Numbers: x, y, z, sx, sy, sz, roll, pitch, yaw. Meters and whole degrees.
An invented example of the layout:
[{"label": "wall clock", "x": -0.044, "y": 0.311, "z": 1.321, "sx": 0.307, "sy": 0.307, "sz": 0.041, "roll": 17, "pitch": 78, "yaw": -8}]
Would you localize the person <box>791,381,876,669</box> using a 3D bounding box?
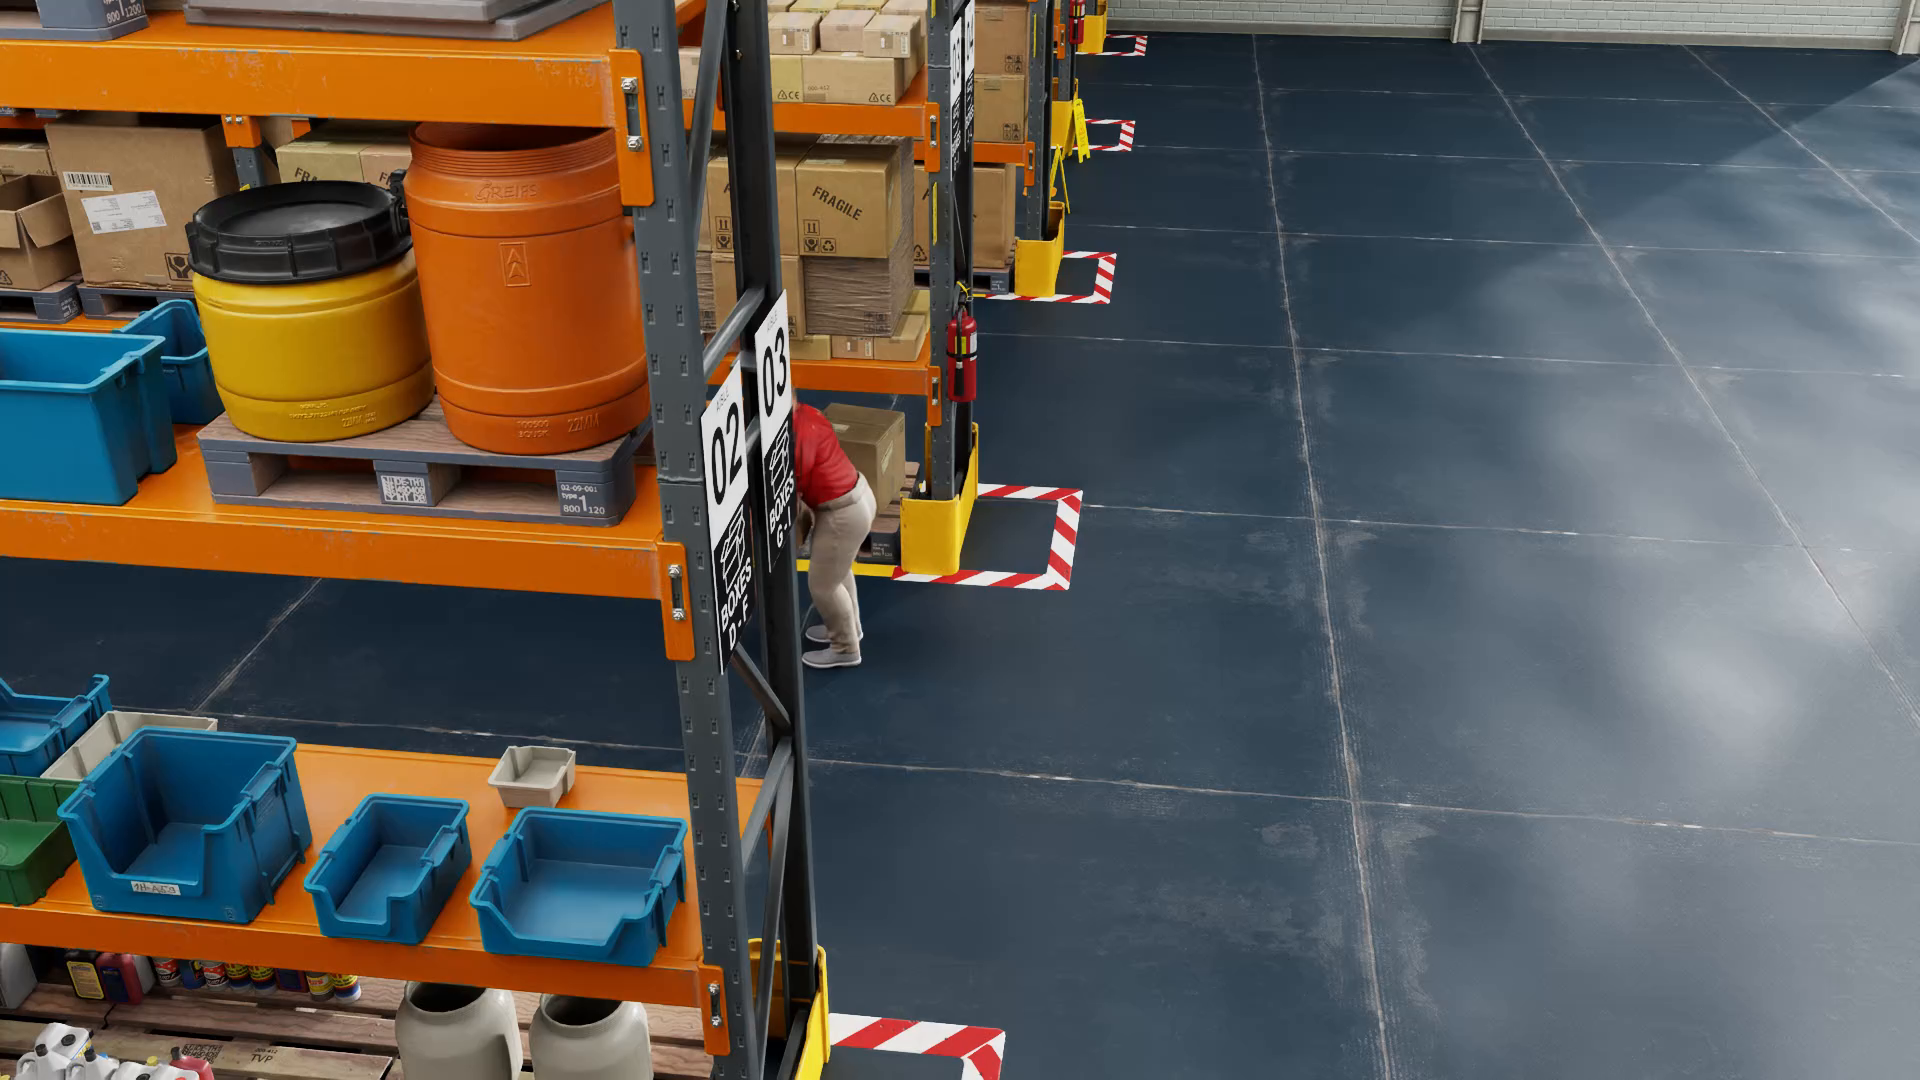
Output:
[{"label": "person", "x": -0.761, "y": -0.106, "z": 8.923, "sx": 0.602, "sy": 1.656, "sz": 0.469, "roll": 3, "pitch": 28, "yaw": 5}]
